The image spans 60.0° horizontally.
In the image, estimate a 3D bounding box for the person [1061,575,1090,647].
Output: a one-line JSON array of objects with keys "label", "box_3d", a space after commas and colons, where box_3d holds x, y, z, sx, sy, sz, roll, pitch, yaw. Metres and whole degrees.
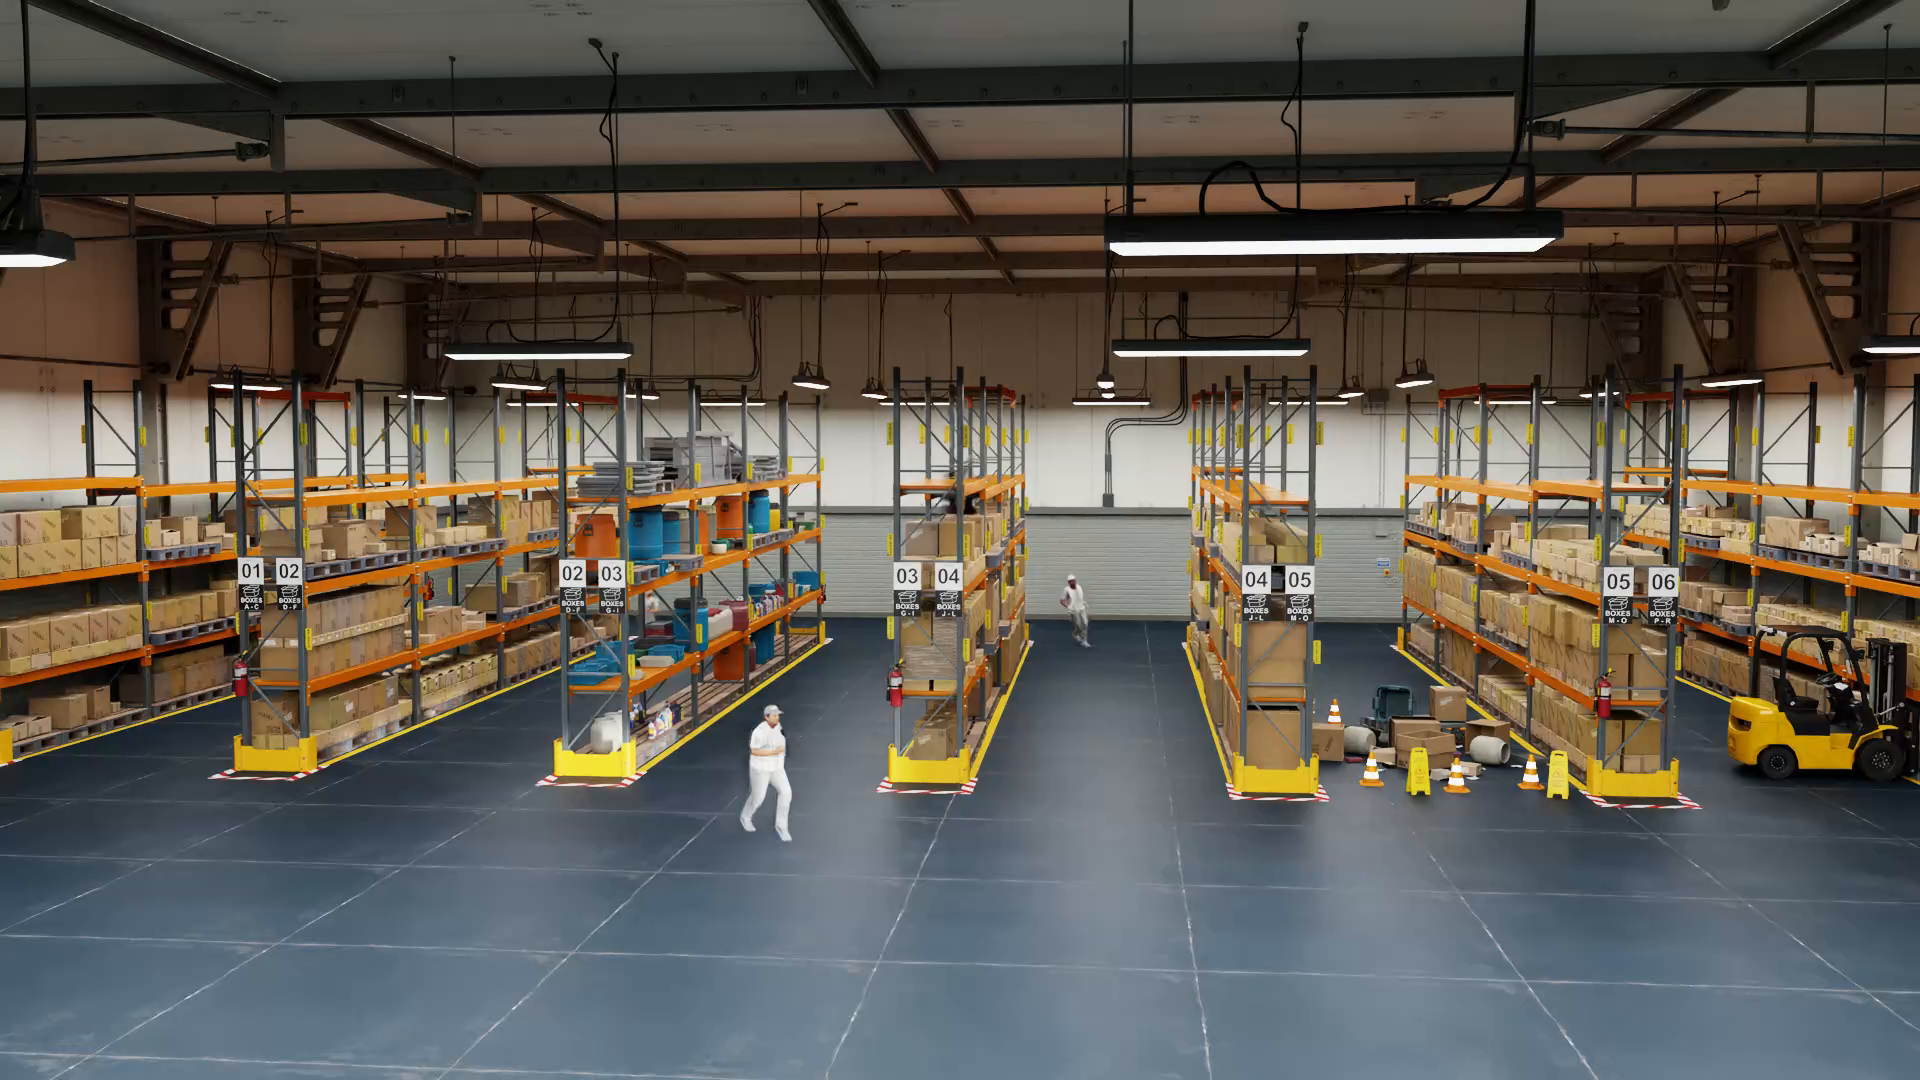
[{"label": "person", "box_3d": [2.735, 1.686, 39.659, 0.714, 1.723, 0.620, -2, 4, -27]}]

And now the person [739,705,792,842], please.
[{"label": "person", "box_3d": [-2.444, 2.895, 20.787, 0.854, 1.712, 0.627, 3, 5, 39]}]

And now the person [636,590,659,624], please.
[{"label": "person", "box_3d": [-6.962, 1.835, 37.047, 0.562, 1.660, 0.969, 0, 4, -1]}]
